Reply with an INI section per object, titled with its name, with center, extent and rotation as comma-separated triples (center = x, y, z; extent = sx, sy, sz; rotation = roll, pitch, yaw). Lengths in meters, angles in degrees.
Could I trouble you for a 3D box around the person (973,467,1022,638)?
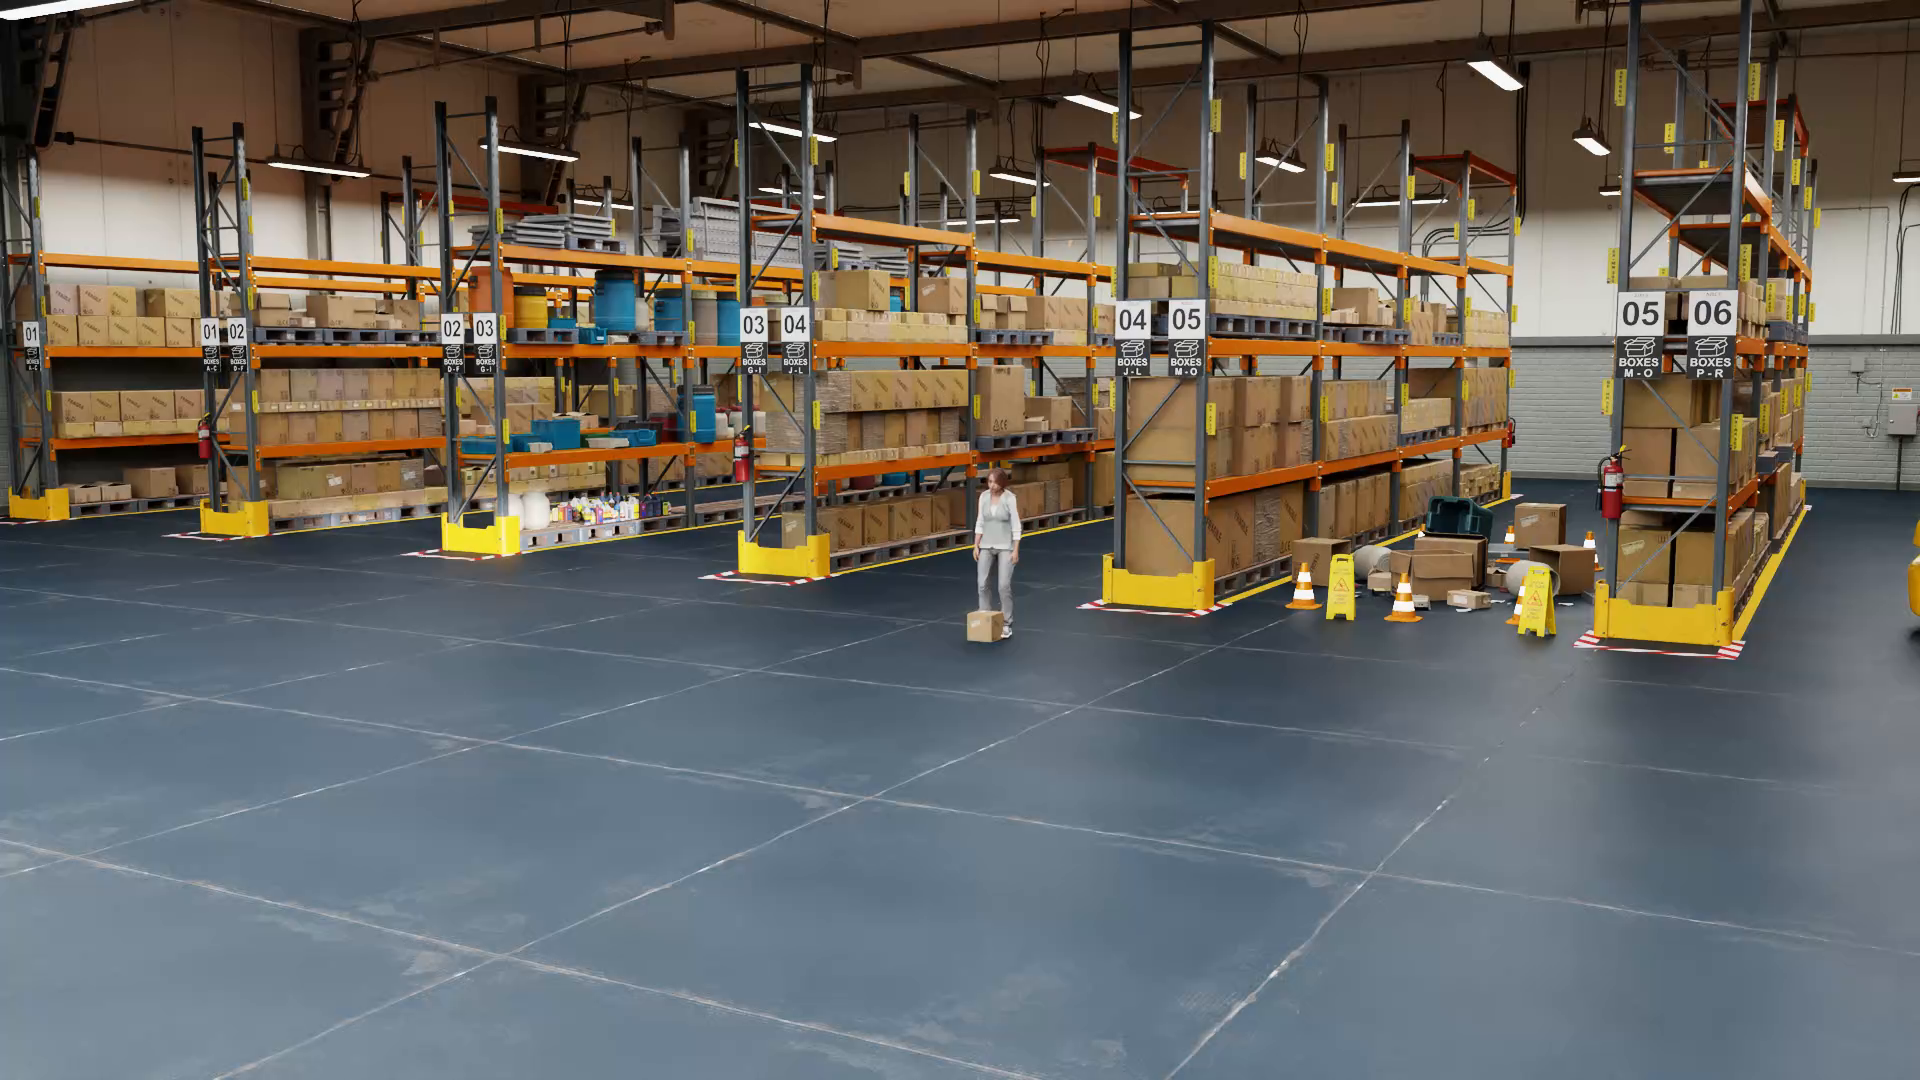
[person]
center = 0.341, 0.110, 15.557
extent = 0.478, 1.591, 0.345
rotation = 3, 7, 25
